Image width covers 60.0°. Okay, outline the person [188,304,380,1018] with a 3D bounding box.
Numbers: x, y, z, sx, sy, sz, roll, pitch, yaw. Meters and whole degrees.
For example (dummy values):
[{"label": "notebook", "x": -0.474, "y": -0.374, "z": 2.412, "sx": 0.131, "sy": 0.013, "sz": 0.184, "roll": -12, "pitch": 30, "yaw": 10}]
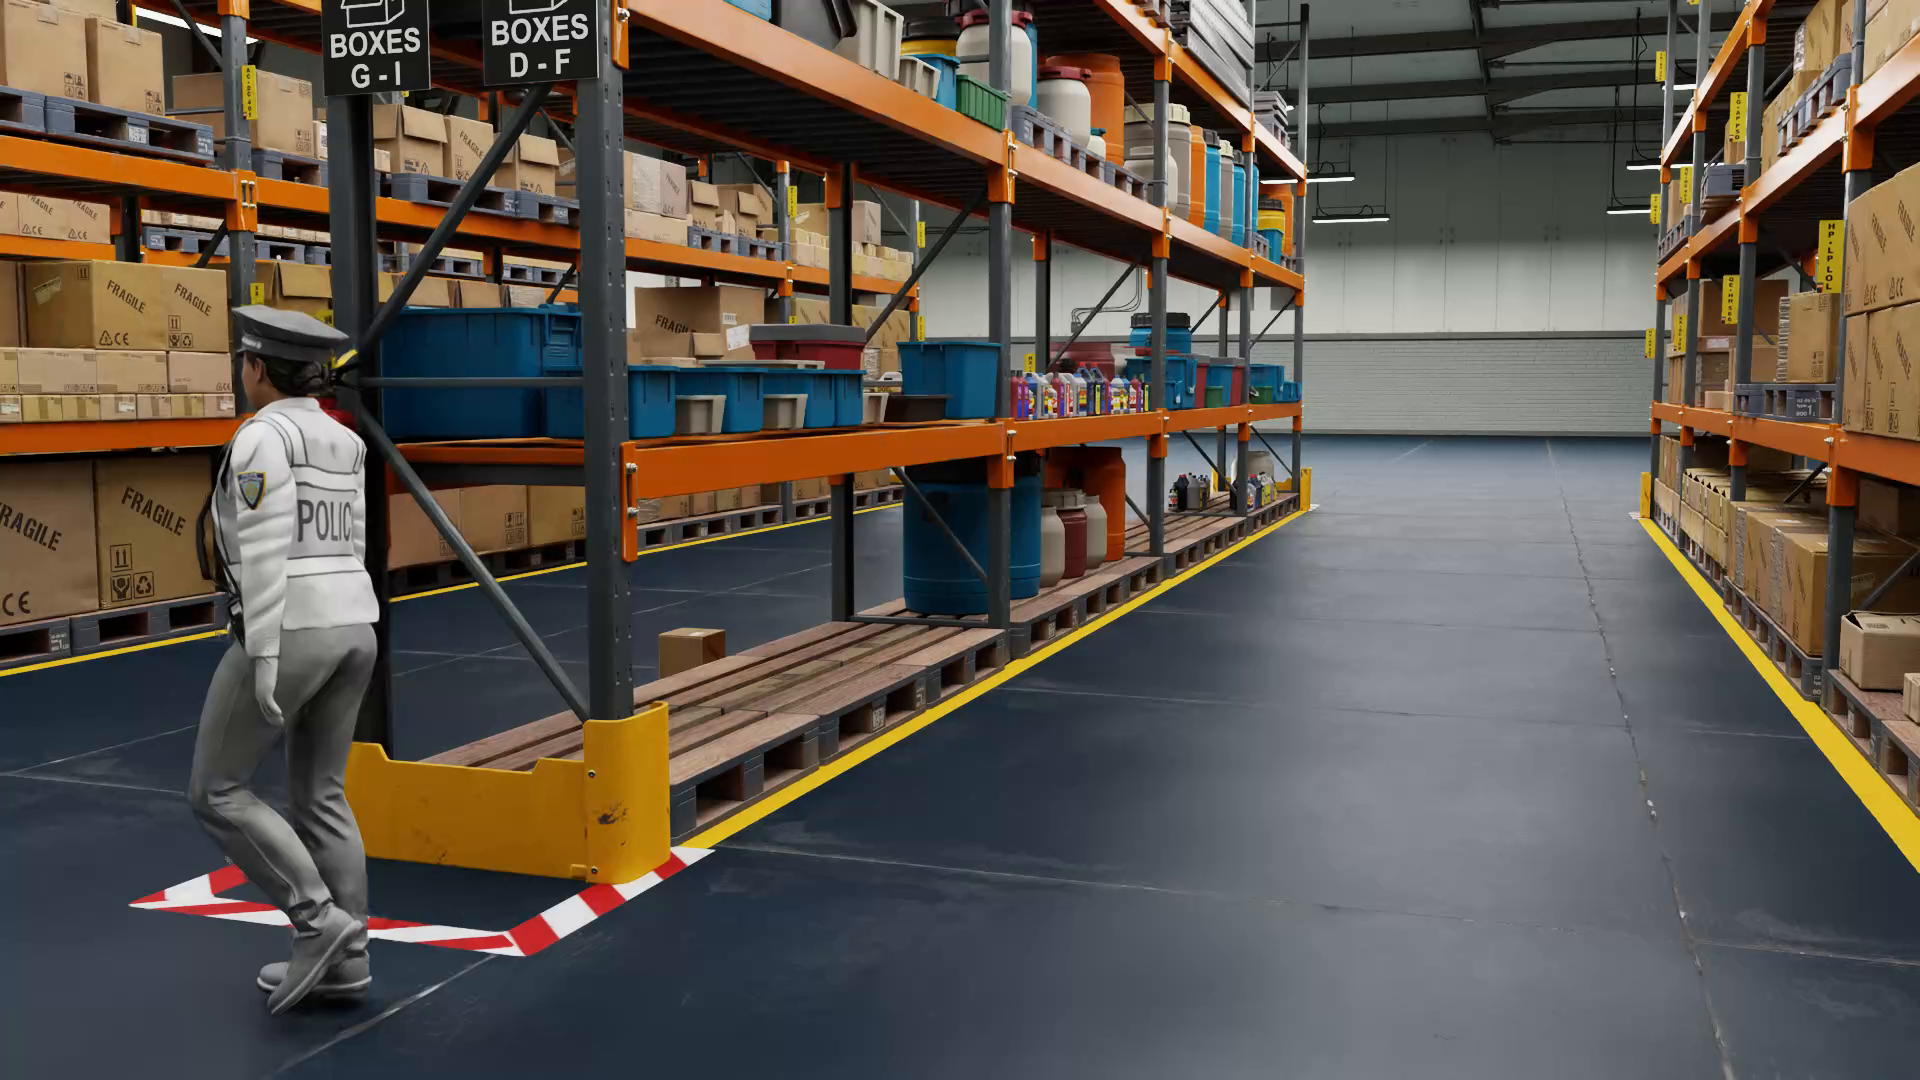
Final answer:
[{"label": "person", "x": -1.582, "y": 0.267, "z": 4.030, "sx": 0.419, "sy": 1.674, "sz": 0.513, "roll": 1, "pitch": 5, "yaw": 14}]
